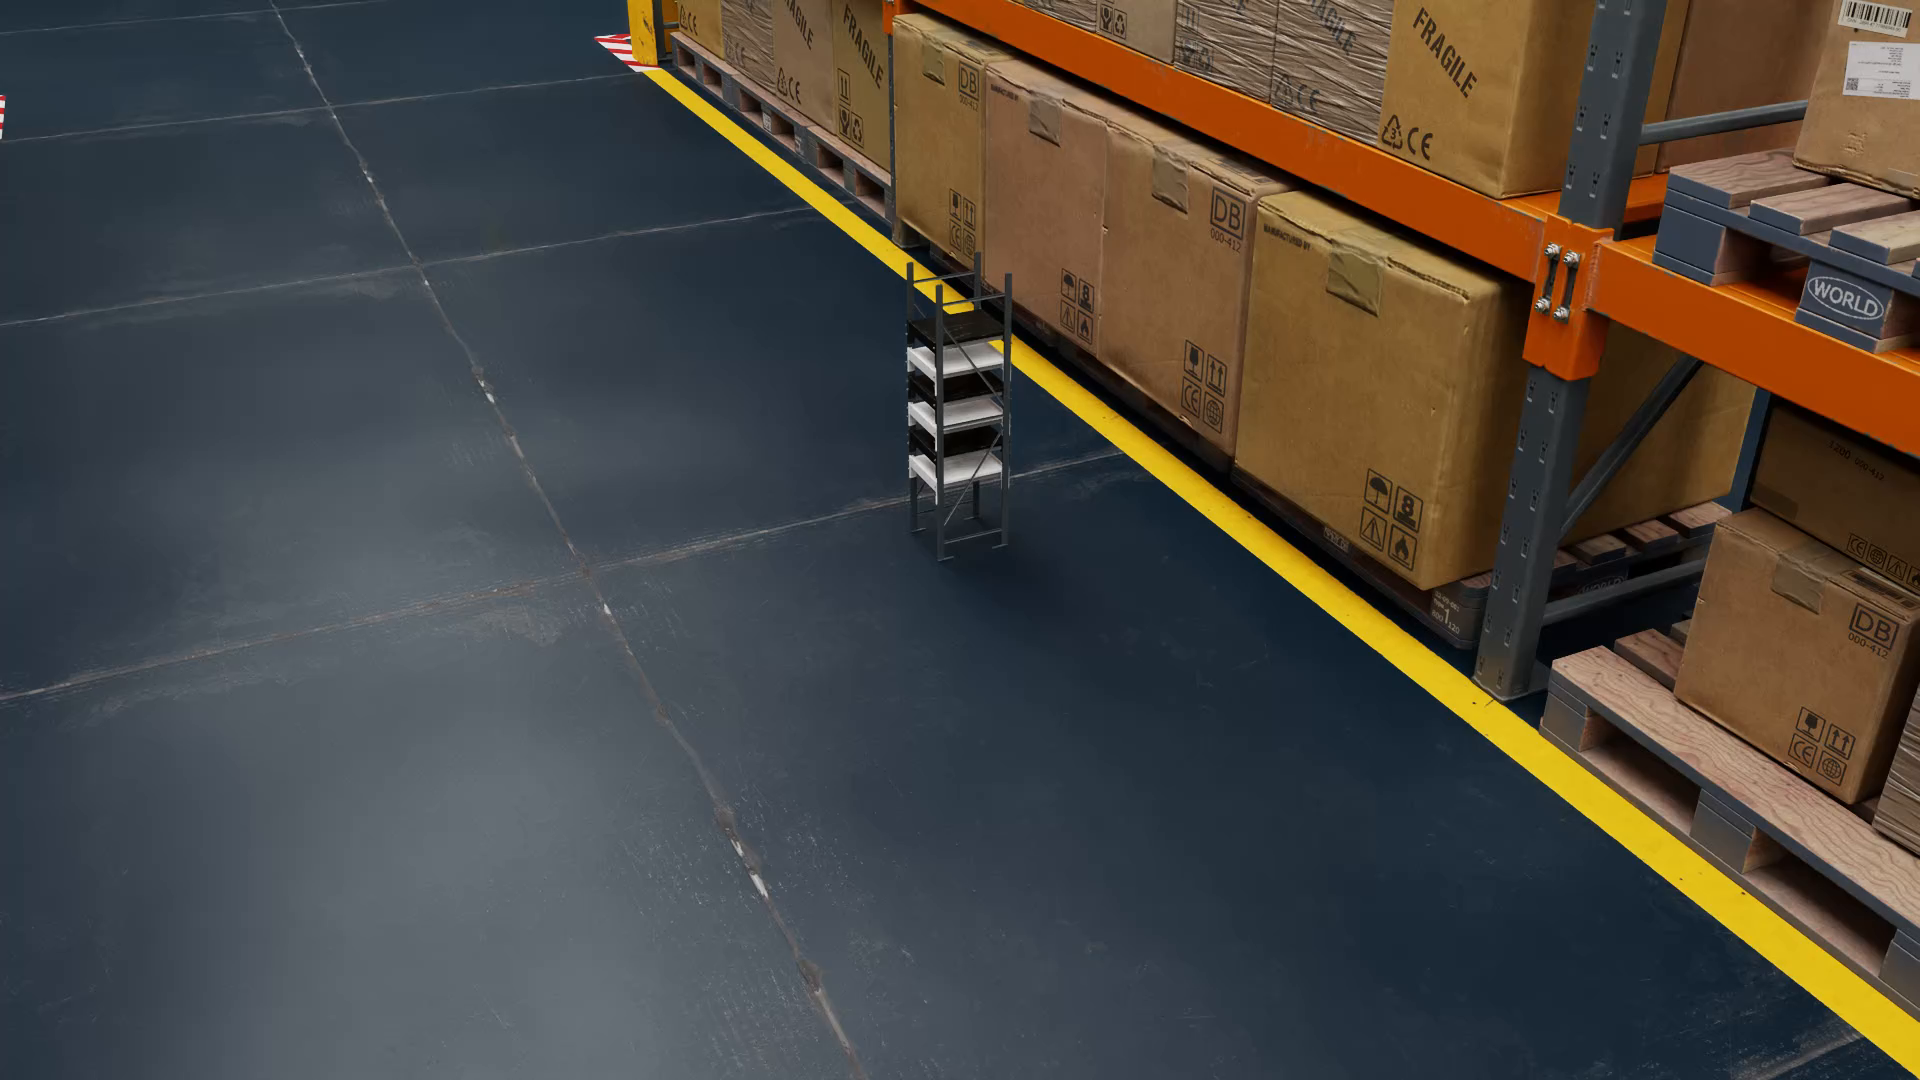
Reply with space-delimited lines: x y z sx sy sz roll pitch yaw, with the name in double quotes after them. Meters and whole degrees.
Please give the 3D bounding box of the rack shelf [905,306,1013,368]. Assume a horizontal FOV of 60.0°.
-0.003 -0.603 4.921 0.258 0.077 0.200 -13 32 -22 "rack shelf"

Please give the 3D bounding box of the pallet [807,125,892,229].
-0.095 -1.900 8.423 1.003 0.211 1.213 -13 32 -22 "pallet"

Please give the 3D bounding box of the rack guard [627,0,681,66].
-1.566 -3.451 10.894 1.175 0.500 0.348 -13 32 -22 "rack guard"

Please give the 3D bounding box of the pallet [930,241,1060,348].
0.560 -1.223 7.215 1.003 0.211 1.213 -13 32 -22 "pallet"

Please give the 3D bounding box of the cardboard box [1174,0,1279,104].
1.008 -1.657 5.036 0.500 0.500 0.500 -14 32 -24 "cardboard box"

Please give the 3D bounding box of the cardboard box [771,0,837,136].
-0.436 -2.726 8.788 0.875 0.875 0.875 -13 32 -22 "cardboard box"

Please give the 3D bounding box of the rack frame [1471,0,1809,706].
1.878 -0.997 3.961 1.000 3.000 0.127 -13 32 -22 "rack frame"

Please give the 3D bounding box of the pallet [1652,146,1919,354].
2.280 -0.621 3.487 1.213 0.211 1.003 -13 32 -22 "pallet"

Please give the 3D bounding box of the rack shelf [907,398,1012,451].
-0.003 -0.367 5.053 0.258 0.077 0.200 -13 32 -22 "rack shelf"

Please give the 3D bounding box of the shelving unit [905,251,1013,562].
-0.003 -0.396 5.036 0.258 0.900 0.210 -13 32 -22 "shelving unit"

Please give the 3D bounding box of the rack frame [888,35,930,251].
0.161 -2.764 7.112 1.000 3.000 0.127 -13 32 -22 "rack frame"

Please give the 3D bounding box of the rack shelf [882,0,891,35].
-0.697 -3.334 8.864 1.077 0.370 4.000 -13 32 -22 "rack shelf"

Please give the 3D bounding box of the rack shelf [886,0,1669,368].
1.020 -1.567 5.713 1.077 0.370 4.000 -13 32 -22 "rack shelf"

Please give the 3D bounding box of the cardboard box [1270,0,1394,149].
1.234 -1.428 4.628 0.500 0.500 0.500 -13 32 -22 "cardboard box"

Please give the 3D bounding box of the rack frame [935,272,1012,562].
0.040 -0.351 4.956 0.240 0.900 0.006 -13 32 -22 "rack frame"

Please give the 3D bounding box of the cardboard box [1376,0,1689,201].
1.443 -1.207 4.233 0.500 0.500 0.500 -12 31 -20 "cardboard box"

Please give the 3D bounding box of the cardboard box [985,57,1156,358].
0.838 -1.347 6.329 1.225 0.875 0.875 -14 32 -24 "cardboard box"

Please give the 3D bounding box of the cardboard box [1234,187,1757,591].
1.601 -0.563 4.930 1.225 0.875 0.875 -15 32 -24 "cardboard box"

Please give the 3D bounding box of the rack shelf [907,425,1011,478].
-0.003 -0.289 5.097 0.258 0.077 0.200 -13 32 -22 "rack shelf"

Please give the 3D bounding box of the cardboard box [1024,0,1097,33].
0.564 -2.109 5.842 0.500 0.500 0.500 -14 32 -23 "cardboard box"

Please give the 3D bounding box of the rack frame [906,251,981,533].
-0.047 -0.441 5.116 0.240 0.900 0.006 -13 32 -22 "rack frame"

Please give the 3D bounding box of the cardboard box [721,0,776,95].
-0.818 -3.119 9.489 0.875 0.875 0.875 -13 32 -22 "cardboard box"

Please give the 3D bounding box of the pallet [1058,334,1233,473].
1.088 -0.683 6.252 1.003 0.211 1.213 -13 32 -22 "pallet"

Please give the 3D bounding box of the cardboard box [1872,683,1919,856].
2.434 0.435 3.512 0.700 0.500 0.500 -16 33 -26 "cardboard box"

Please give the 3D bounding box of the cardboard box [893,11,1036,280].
0.454 -1.742 7.033 1.225 0.875 0.875 -13 32 -22 "cardboard box"

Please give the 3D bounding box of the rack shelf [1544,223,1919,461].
2.737 0.200 2.562 1.077 0.370 4.000 -13 32 -22 "rack shelf"

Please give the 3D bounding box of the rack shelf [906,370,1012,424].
-0.003 -0.446 5.009 0.258 0.077 0.200 -13 32 -22 "rack shelf"

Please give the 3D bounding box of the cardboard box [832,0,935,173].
-0.050 -2.329 8.079 0.875 0.875 0.875 -13 32 -22 "cardboard box"

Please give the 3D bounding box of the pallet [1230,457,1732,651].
1.608 -0.145 5.292 1.003 0.211 1.213 -13 32 -22 "pallet"

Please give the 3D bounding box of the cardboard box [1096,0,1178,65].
0.790 -1.882 5.437 0.500 0.500 0.500 -12 32 -21 "cardboard box"

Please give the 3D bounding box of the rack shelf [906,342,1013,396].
-0.003 -0.524 4.965 0.258 0.077 0.200 -13 32 -22 "rack shelf"

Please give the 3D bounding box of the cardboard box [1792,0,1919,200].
2.146 -0.994 3.424 0.500 0.500 0.500 -17 34 -28 "cardboard box"

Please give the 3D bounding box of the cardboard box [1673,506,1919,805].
2.184 0.193 3.945 0.700 0.500 0.500 -15 33 -25 "cardboard box"

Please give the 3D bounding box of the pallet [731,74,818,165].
-0.622 -2.440 9.385 1.003 0.211 1.213 -13 32 -22 "pallet"

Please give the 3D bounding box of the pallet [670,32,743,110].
-1.142 -2.978 10.345 1.003 0.211 1.213 -13 32 -22 "pallet"

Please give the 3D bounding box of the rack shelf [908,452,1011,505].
-0.003 -0.210 5.141 0.258 0.077 0.200 -13 32 -22 "rack shelf"

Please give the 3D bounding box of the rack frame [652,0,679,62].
-1.556 -4.531 10.263 1.000 3.000 0.127 -13 32 -22 "rack frame"

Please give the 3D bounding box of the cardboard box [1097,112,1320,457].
1.225 -0.958 5.635 1.225 0.875 0.875 -13 32 -22 "cardboard box"

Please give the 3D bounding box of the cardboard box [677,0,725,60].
-1.209 -3.521 10.206 0.875 0.875 0.875 -13 32 -22 "cardboard box"

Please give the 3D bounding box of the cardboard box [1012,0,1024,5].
0.349 -2.330 6.236 0.500 0.500 0.500 -13 32 -22 "cardboard box"

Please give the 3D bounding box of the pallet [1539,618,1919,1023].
2.212 0.565 4.027 1.003 0.211 1.213 -13 32 -22 "pallet"

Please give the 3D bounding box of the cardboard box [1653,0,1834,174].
1.915 -1.312 4.422 0.500 0.500 0.500 -12 31 -21 "cardboard box"

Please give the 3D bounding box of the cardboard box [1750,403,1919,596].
2.193 -0.136 3.765 0.500 0.250 0.500 -12 31 -20 "cardboard box"
